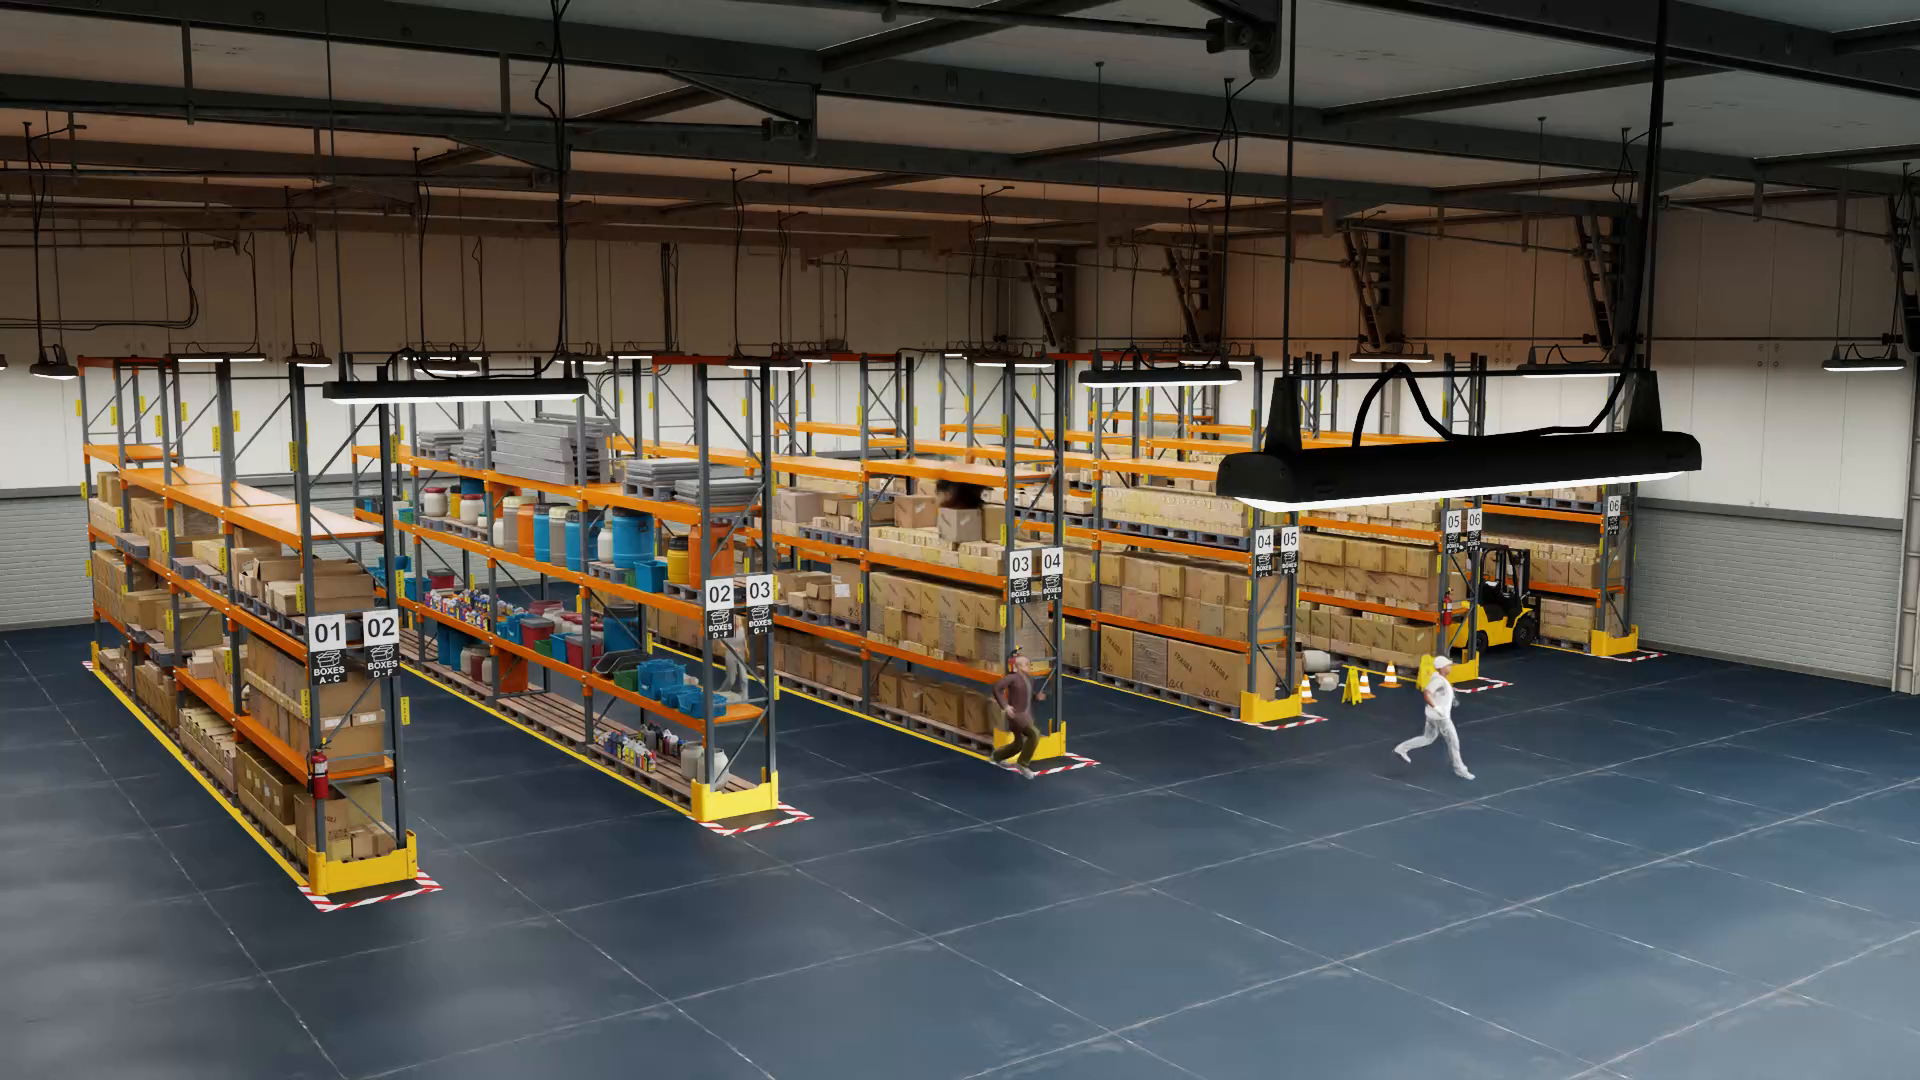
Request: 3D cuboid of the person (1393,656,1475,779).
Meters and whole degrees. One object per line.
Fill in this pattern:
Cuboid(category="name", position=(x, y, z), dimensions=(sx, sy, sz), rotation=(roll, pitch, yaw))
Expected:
Cuboid(category="person", position=(6.876, 2.556, 24.036), dimensions=(1.156, 1.791, 0.649), rotation=(0, 7, 2))

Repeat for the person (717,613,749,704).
Cuboid(category="person", position=(-3.842, 2.065, 28.368), dimensions=(0.583, 1.696, 0.856), rotation=(-6, 9, -41))

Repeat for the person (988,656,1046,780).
Cuboid(category="person", position=(0.815, 2.475, 23.535), dimensions=(0.871, 1.673, 0.712), rotation=(4, 8, 29))
